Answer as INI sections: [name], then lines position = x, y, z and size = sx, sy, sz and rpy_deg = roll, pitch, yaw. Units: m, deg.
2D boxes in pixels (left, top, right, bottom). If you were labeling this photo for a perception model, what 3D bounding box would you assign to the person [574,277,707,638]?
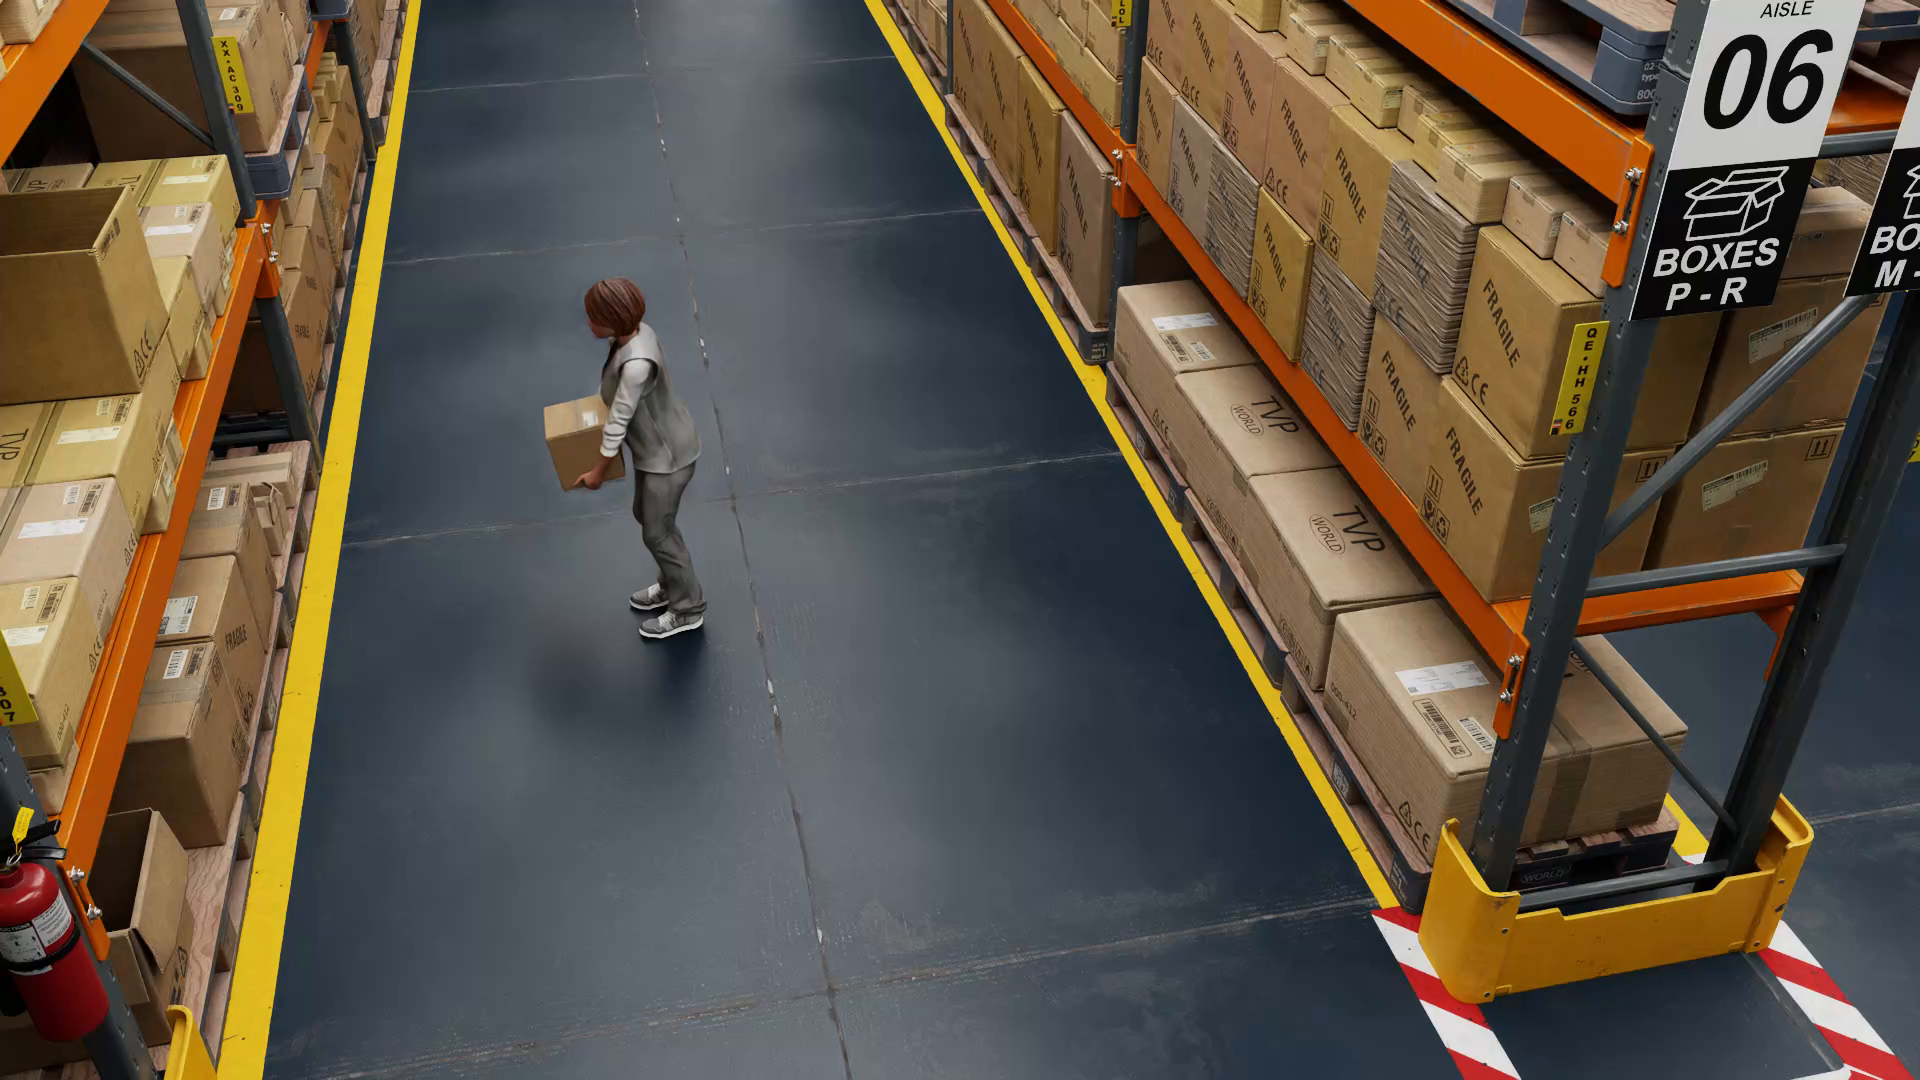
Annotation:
[person]
position = -1.285, -0.321, 6.629
size = 0.515, 1.587, 0.373
rpy_deg = -8, 36, -11
